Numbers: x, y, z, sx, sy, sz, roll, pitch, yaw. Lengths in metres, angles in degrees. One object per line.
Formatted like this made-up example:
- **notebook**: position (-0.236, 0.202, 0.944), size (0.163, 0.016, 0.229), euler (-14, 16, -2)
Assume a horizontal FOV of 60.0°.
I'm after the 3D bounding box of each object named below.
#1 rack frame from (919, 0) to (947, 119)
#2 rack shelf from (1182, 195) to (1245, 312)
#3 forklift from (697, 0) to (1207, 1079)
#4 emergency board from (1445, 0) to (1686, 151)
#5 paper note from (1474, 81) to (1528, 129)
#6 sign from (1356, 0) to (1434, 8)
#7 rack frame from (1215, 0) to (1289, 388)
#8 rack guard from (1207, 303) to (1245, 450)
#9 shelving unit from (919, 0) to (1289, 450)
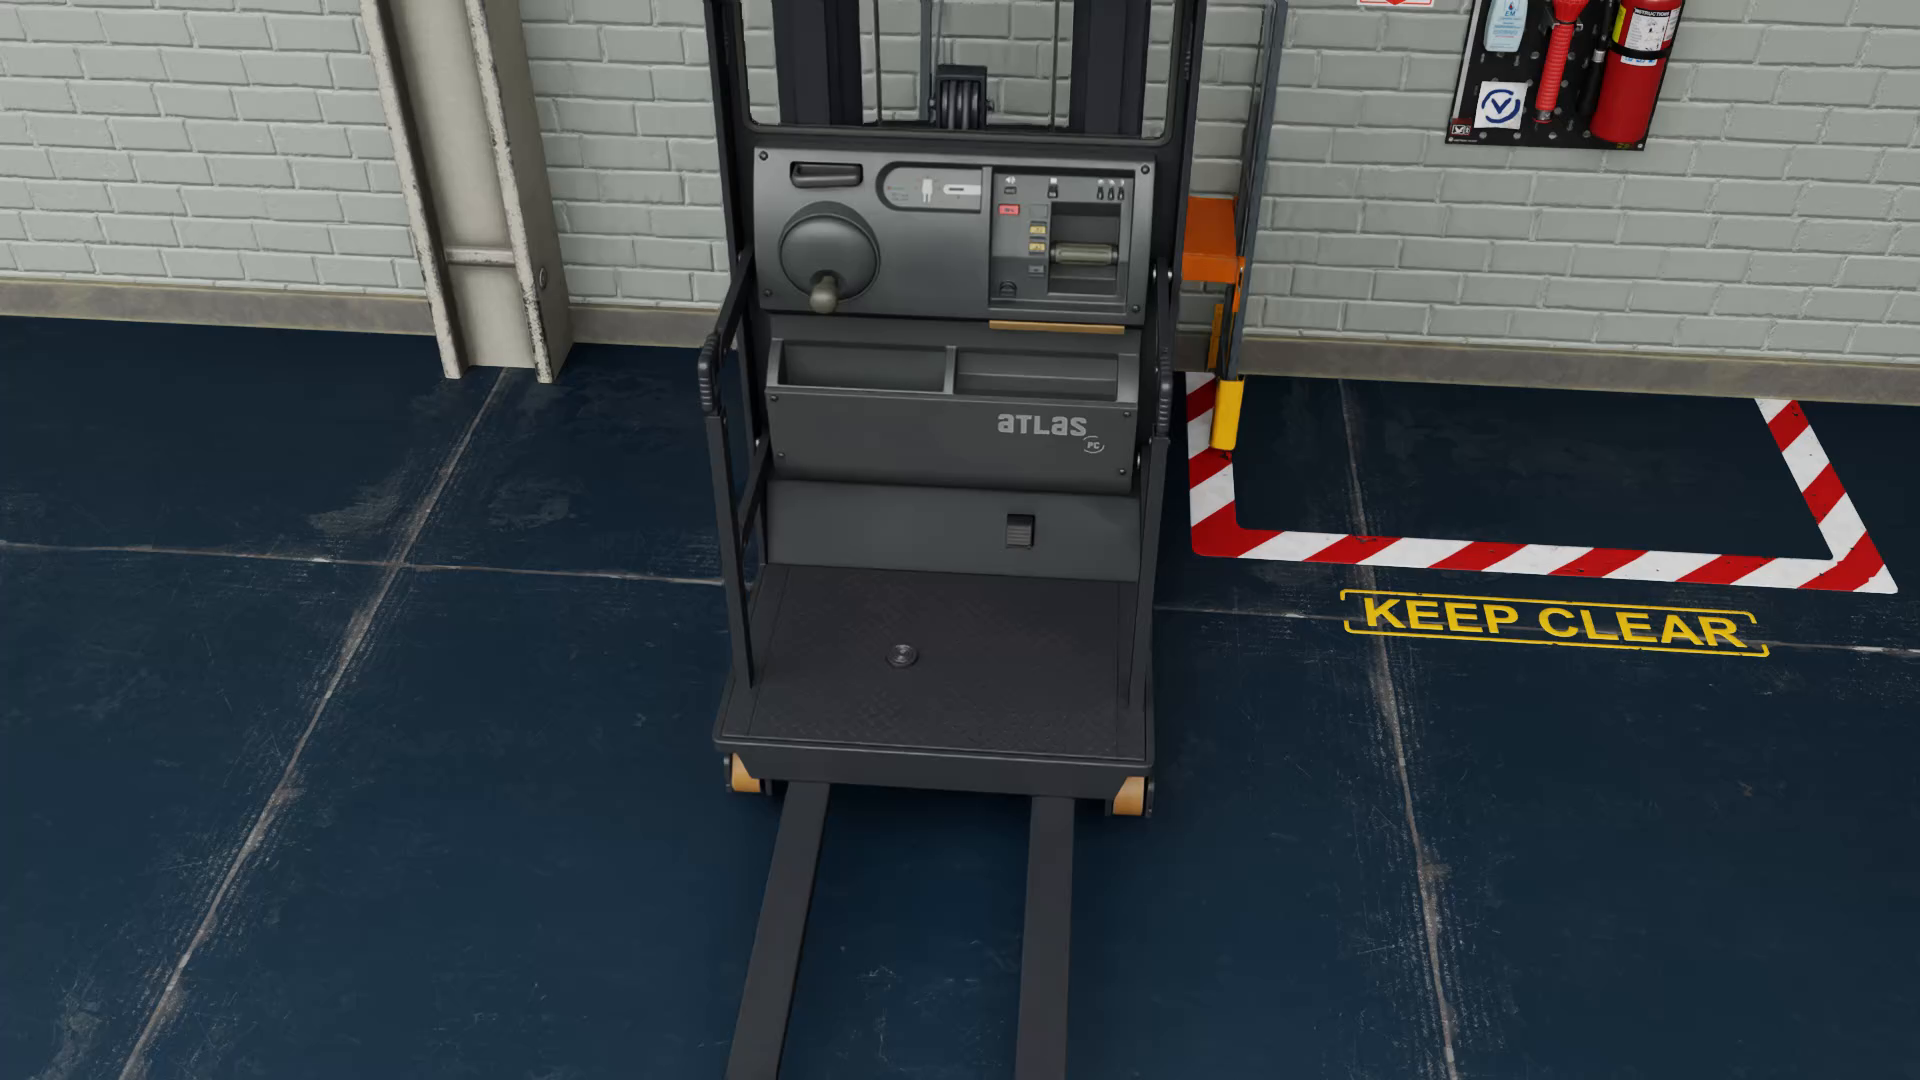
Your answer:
- **rack frame**: position (-0.091, -1.170, 5.368), size (0.032, 1.500, 0.500), euler (5, 33, 4)
- **rack shelf**: position (0.409, -0.976, 5.430), size (1.000, 0.185, 0.538), euler (5, 33, 4)
- **forklift**: position (-0.033, -0.638, 3.712), size (1.130, 2.935, 3.031), euler (3, 39, 4)
- **emergency board**: position (1.882, -1.663, 4.917), size (0.643, 1.169, 0.194), euler (3, 39, 4)
- **paper note**: position (1.711, -1.375, 5.261), size (0.142, 0.148, 0.016), euler (3, 39, 4)
- **sign**: position (1.340, -1.772, 5.023), size (0.234, 0.329, 0.001), euler (3, 39, 4)
- **rack frame**: position (0.920, -1.083, 5.295), size (0.032, 1.500, 0.500), euler (5, 33, 4)
- **rack guard**: position (0.898, -0.561, 5.638), size (0.087, 0.250, 0.587), euler (5, 33, 4)
- **shelving unit**: position (0.424, -1.126, 5.331), size (1.083, 1.500, 0.587), euler (5, 33, 4)
